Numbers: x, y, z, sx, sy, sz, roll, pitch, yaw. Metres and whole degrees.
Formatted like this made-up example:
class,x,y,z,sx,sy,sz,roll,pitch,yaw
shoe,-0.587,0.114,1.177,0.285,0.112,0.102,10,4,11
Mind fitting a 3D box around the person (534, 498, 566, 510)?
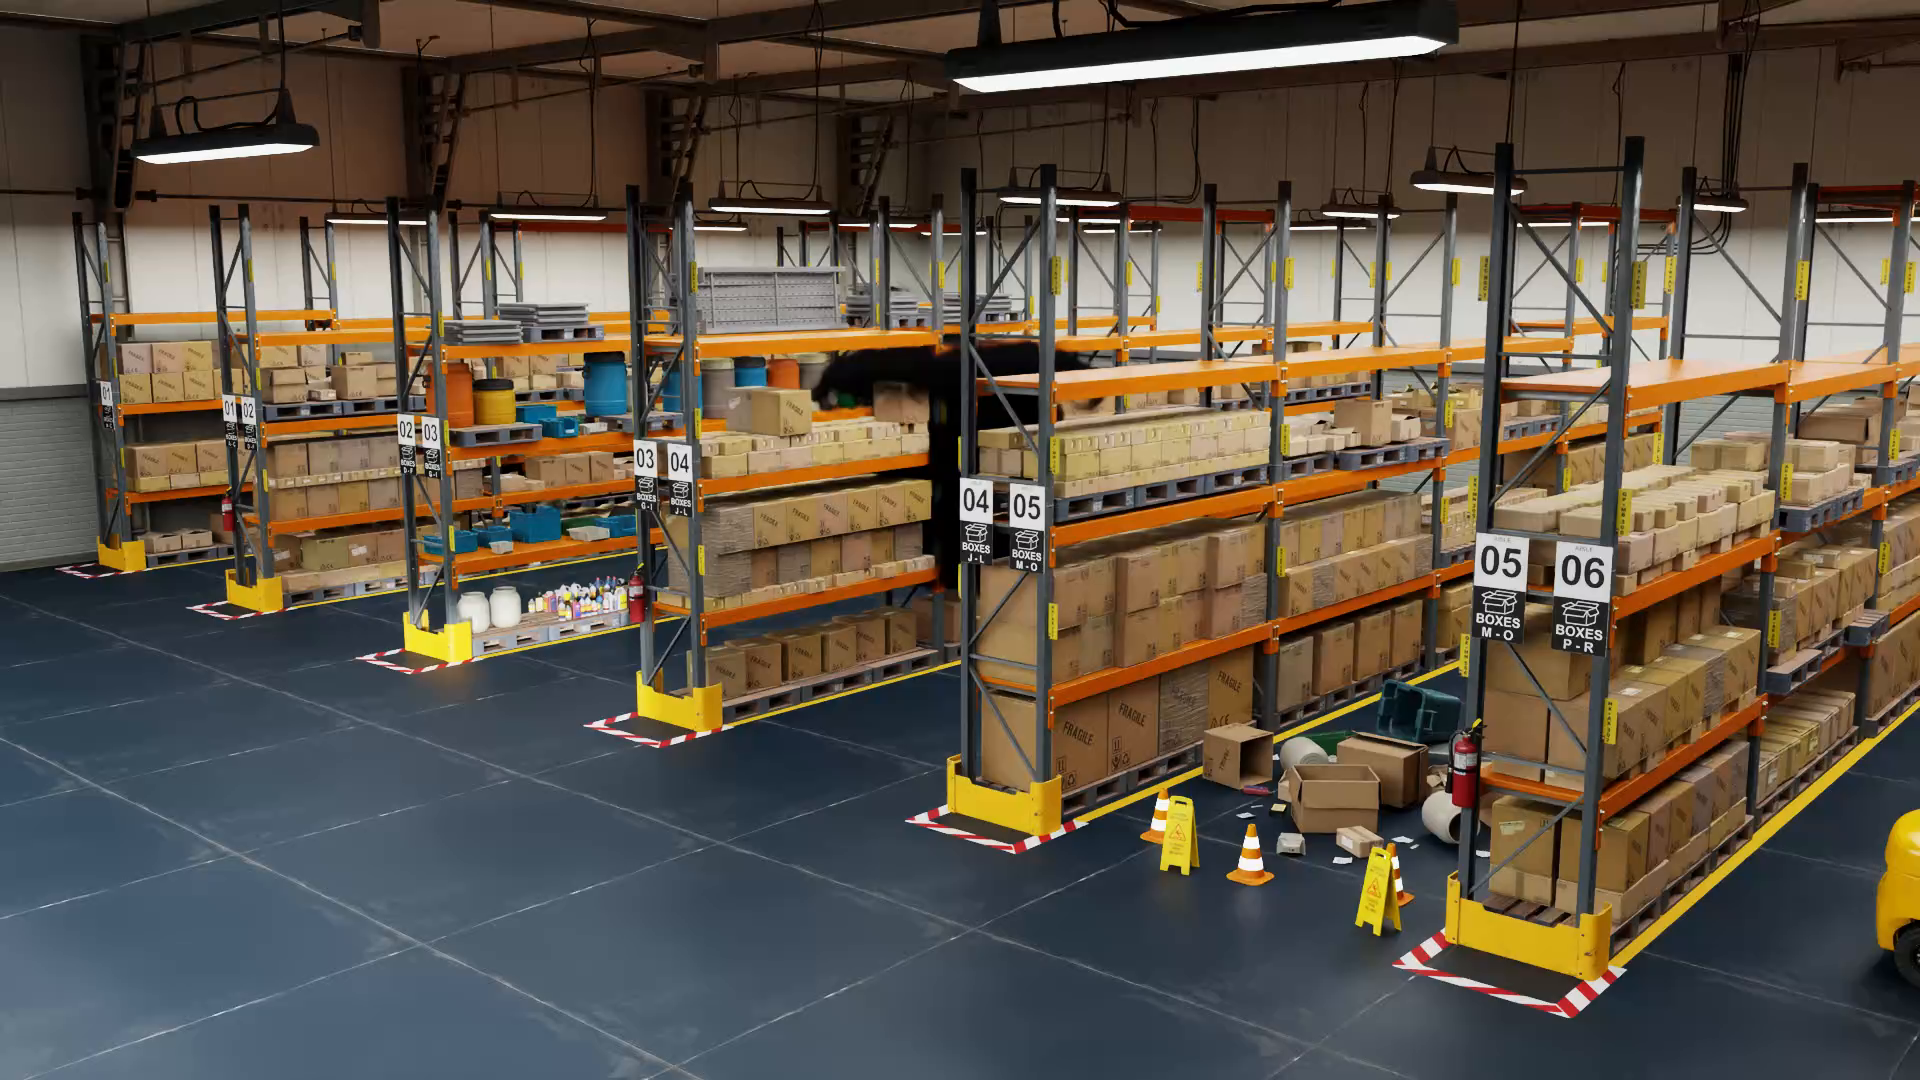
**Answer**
class,x,y,z,sx,sy,sz,roll,pitch,yaw
person,-7.630,-0.770,31.073,0.712,1.596,0.896,4,10,21
